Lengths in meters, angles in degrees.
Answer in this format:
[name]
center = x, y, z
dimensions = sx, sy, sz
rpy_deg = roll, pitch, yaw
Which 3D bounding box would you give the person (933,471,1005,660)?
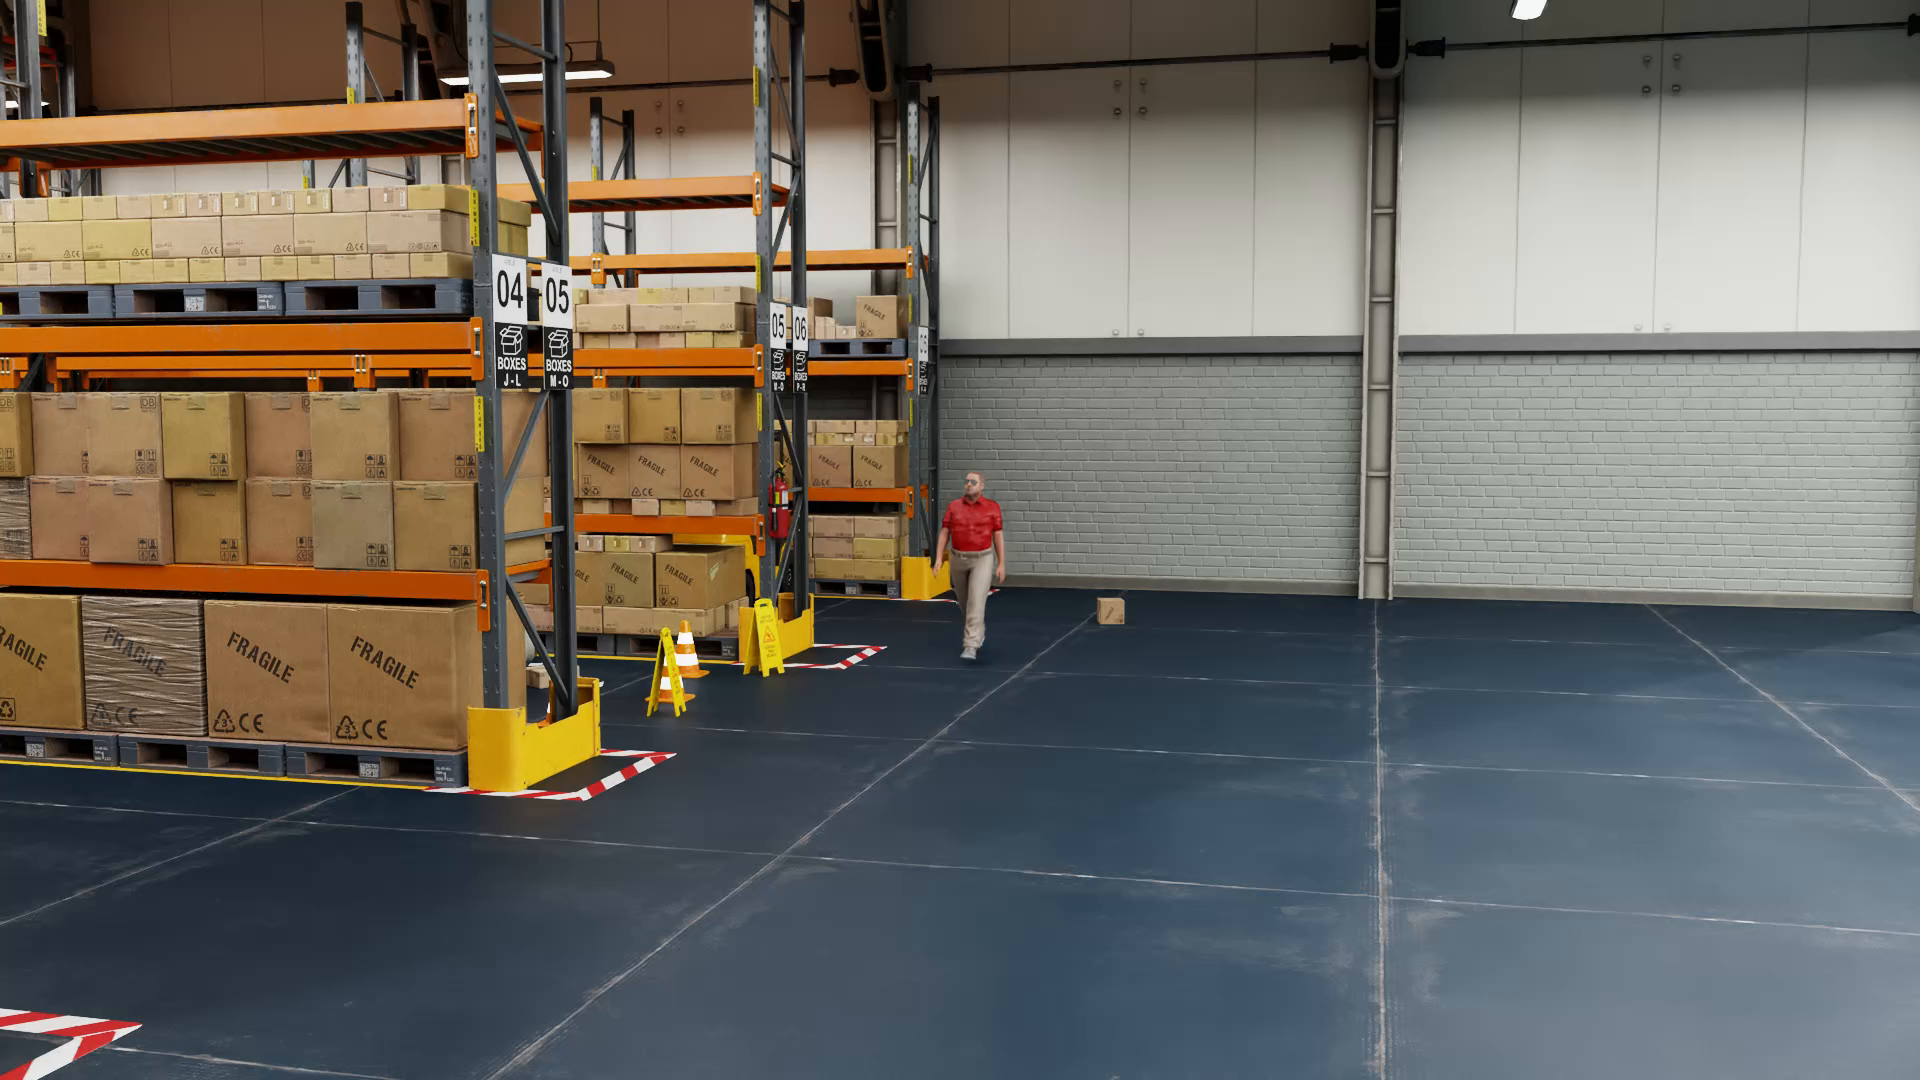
[person]
center = 0.079, 0.212, 15.095
dimensions = 0.575, 1.672, 1.052
rpy_deg = 2, 5, 19
